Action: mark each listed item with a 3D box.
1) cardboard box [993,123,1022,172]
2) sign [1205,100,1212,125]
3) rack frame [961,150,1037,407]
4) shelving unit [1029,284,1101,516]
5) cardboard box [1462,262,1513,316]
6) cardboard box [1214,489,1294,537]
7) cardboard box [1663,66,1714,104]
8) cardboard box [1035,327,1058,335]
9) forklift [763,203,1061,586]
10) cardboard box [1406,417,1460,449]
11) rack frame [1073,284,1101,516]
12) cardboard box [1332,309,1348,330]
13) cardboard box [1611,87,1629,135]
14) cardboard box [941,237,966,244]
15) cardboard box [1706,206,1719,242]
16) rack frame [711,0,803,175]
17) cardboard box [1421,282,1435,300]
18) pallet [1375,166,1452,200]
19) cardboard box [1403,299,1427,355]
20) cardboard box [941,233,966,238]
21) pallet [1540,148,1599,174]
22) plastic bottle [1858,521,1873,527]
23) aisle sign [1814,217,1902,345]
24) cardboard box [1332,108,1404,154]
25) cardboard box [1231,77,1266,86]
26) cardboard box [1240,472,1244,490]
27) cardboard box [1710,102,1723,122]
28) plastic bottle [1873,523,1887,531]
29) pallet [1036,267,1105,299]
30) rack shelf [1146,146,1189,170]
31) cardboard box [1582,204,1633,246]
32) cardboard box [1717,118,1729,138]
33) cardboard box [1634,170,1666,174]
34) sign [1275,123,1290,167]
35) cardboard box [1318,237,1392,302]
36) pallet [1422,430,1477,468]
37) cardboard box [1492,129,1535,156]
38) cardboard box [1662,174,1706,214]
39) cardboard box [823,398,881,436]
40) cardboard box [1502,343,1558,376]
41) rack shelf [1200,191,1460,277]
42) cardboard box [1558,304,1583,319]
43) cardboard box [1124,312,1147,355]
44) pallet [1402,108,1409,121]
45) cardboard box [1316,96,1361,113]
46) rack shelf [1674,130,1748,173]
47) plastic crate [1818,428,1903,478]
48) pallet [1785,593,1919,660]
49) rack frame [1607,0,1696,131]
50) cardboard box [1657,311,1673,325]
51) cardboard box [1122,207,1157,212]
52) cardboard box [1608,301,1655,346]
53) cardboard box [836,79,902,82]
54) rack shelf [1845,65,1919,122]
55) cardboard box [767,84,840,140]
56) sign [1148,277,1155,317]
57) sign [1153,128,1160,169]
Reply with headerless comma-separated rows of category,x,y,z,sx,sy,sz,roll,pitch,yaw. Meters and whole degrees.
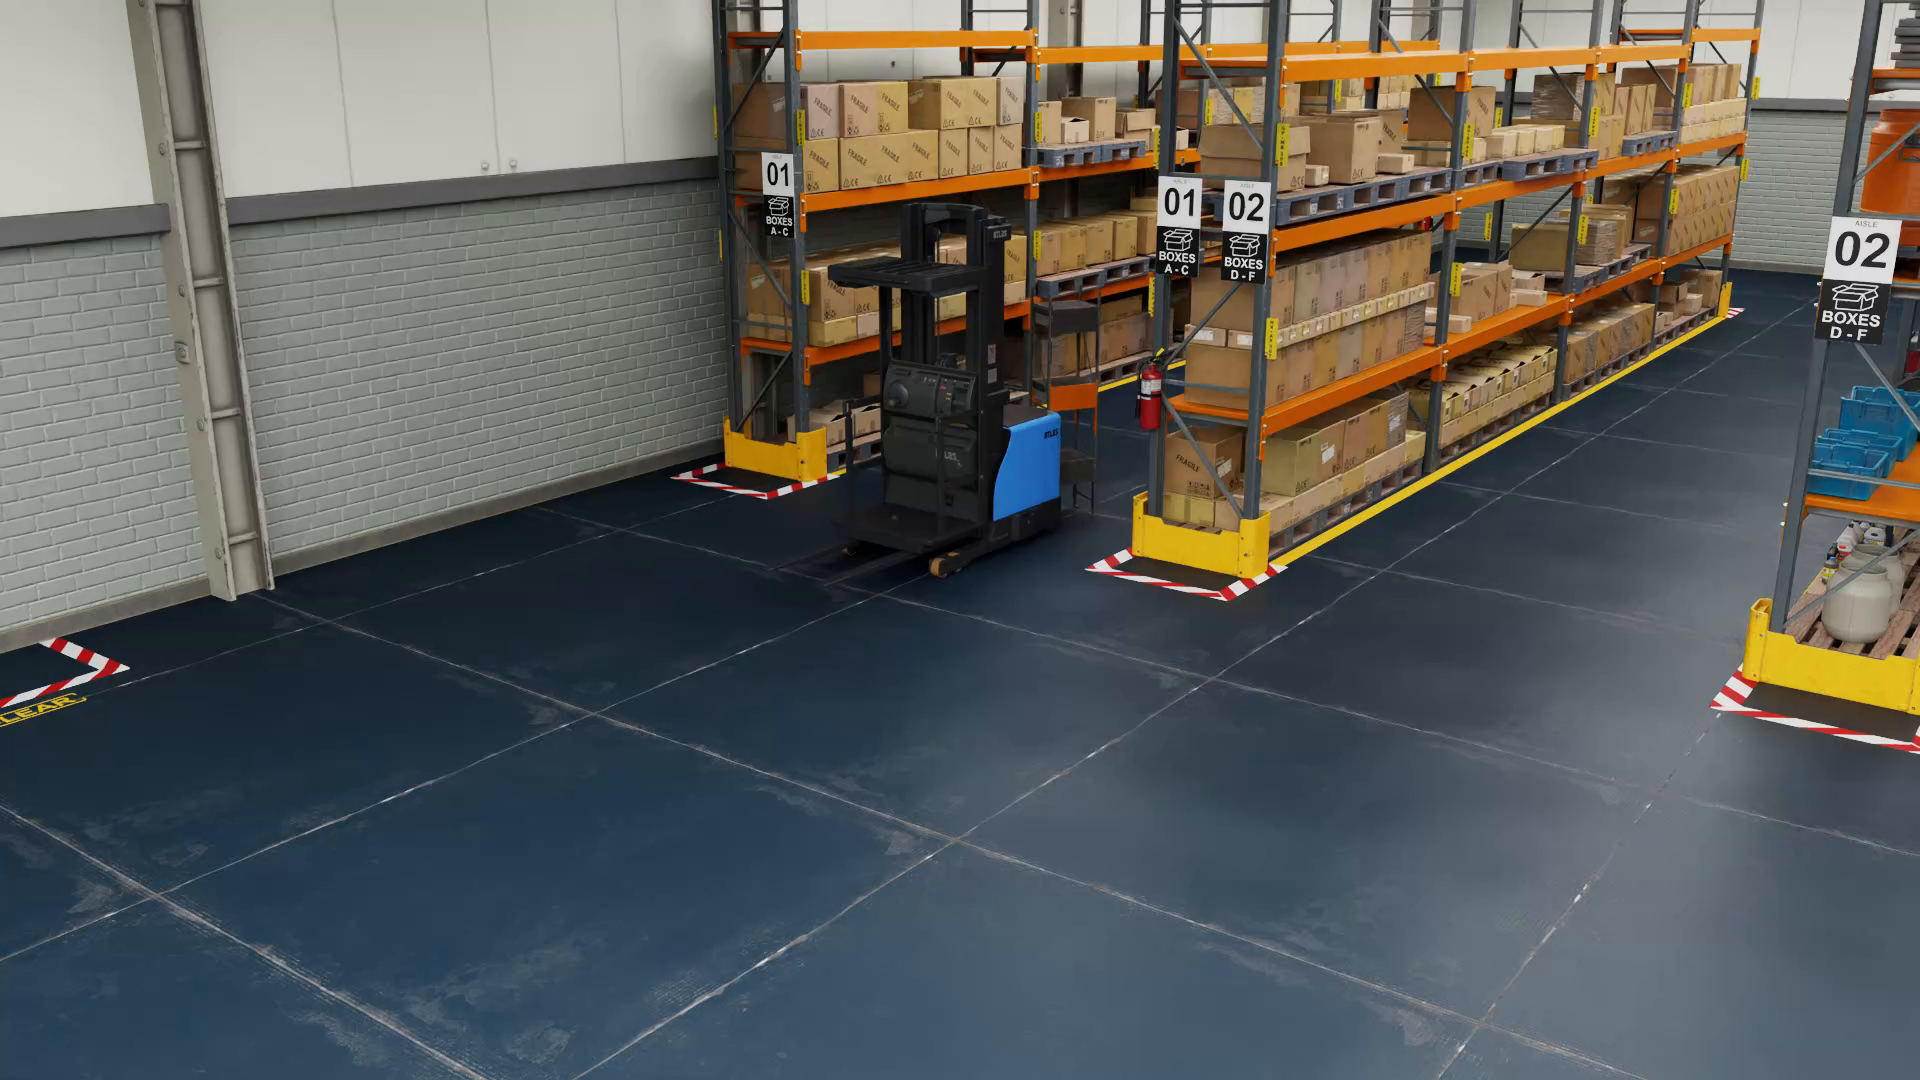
cardboard box,0.342,-4.408,18.621,0.500,0.500,0.500,13,22,36
sign,3.264,-5.619,21.850,0.100,0.325,0.005,12,21,35
rack frame,0.446,-3.083,19.614,1.000,3.000,0.127,12,21,35
shelving unit,0.943,-1.247,15.213,0.503,2.100,0.431,-7,19,-23
cardboard box,5.824,-2.807,18.555,0.500,0.500,0.500,11,20,32
cardboard box,2.542,-0.232,14.360,0.500,0.250,0.500,12,21,35
cardboard box,10.157,-6.409,23.410,0.700,0.500,0.500,12,21,35
cardboard box,1.131,-2.741,20.722,0.500,0.250,0.500,12,21,34
forklift,-0.386,-1.252,13.833,1.130,2.935,3.031,13,21,36
cardboard box,4.866,-1.148,17.312,0.500,0.250,0.500,12,21,33
rack frame,1.167,-1.276,15.307,0.015,2.100,0.400,-7,19,-23
cardboard box,3.216,-1.976,14.786,0.380,0.149,0.250,12,21,34
cardboard box,8.042,-5.417,21.028,0.600,0.600,0.600,11,21,33
cardboard box,0.120,-3.092,18.597,0.500,0.500,0.500,12,21,34
cardboard box,10.921,-4.718,24.709,0.500,0.500,0.500,13,21,35
rack frame,-1.937,-4.995,15.656,1.000,3.000,0.127,12,21,35
cardboard box,4.437,-2.464,16.357,0.380,0.149,0.250,12,21,35
pallet,3.939,-3.391,15.697,1.003,0.211,1.213,12,21,35
cardboard box,4.168,-2.150,16.439,0.700,0.500,0.500,12,21,33
cardboard box,-0.002,-3.304,19.280,0.500,0.500,0.500,12,21,33
pallet,6.478,-4.326,18.878,1.213,0.211,1.003,14,22,37
plastic bottle,7.476,-0.114,13.776,0.144,0.351,0.185,11,21,32
aisle sign,5.738,-1.657,10.637,0.394,0.787,0.004,12,21,35
cardboard box,3.915,-3.883,16.019,0.500,0.500,0.500,15,22,39
cardboard box,4.266,-6.716,24.081,0.500,0.250,0.500,12,21,33
cardboard box,2.414,-0.444,15.045,0.500,0.250,0.500,12,21,35
cardboard box,10.584,-6.141,23.814,0.500,0.250,0.500,12,21,35
plastic bottle,7.599,-0.065,13.753,0.097,0.271,0.097,0,17,0
pallet,1.019,-3.148,20.146,1.003,0.211,1.213,12,21,35
rack shelf,4.021,-5.601,23.878,1.077,0.370,4.000,12,21,35
cardboard box,8.732,-4.289,22.621,0.700,0.500,0.500,5,18,16
cardboard box,10.888,-6.020,24.267,0.500,0.250,0.500,12,21,35
cardboard box,10.191,-5.168,24.472,0.500,0.500,0.500,12,21,34
sign,2.486,-3.044,12.824,0.100,0.325,0.005,12,21,35
cardboard box,3.569,-2.529,15.475,0.700,0.500,0.500,12,21,35
pallet,4.835,-1.059,17.799,1.003,0.211,1.213,12,21,35
cardboard box,5.937,-4.342,18.156,0.500,0.250,0.500,12,21,34
cardboard box,10.314,-4.947,23.762,0.500,0.500,0.500,12,21,33
cardboard box,-1.113,-1.341,17.796,0.500,0.311,0.500,15,22,39
cardboard box,6.696,-2.148,19.586,0.500,0.311,0.500,13,22,36
rack shelf,3.235,-2.821,14.926,1.077,0.370,4.000,12,21,35
cardboard box,7.815,-3.059,21.744,0.500,0.250,0.500,12,21,34
cardboard box,2.042,-2.769,22.077,0.700,0.500,0.500,12,21,35
pallet,7.163,-7.153,27.811,1.003,0.211,1.213,12,21,35
cardboard box,5.836,-6.716,25.630,0.500,0.250,0.500,12,21,35
rack shelf,10.385,-5.679,24.130,1.077,0.370,4.000,12,21,35
plastic crate,6.469,-0.634,11.980,0.499,0.251,0.408,12,21,35
pallet,6.515,0.733,12.027,1.003,0.211,1.213,12,21,35
rack frame,9.194,-6.979,22.044,1.000,3.000,0.127,12,21,35
cardboard box,10.125,-3.241,24.157,0.380,0.166,0.250,12,21,35
cardboard box,2.558,-4.180,22.236,0.700,0.500,0.500,10,20,28
cardboard box,9.130,-2.962,22.698,0.500,0.500,0.500,12,21,34
cardboard box,-0.957,-4.610,17.586,0.500,0.500,0.500,12,21,35
rack shelf,7.211,-3.187,11.719,1.077,0.370,4.000,12,21,35
cardboard box,-1.513,-4.147,16.092,0.500,0.500,0.500,11,20,31
sign,1.616,-2.021,13.843,0.100,0.325,0.005,12,21,35
sign,1.616,-3.173,13.485,0.100,0.325,0.005,12,21,35
